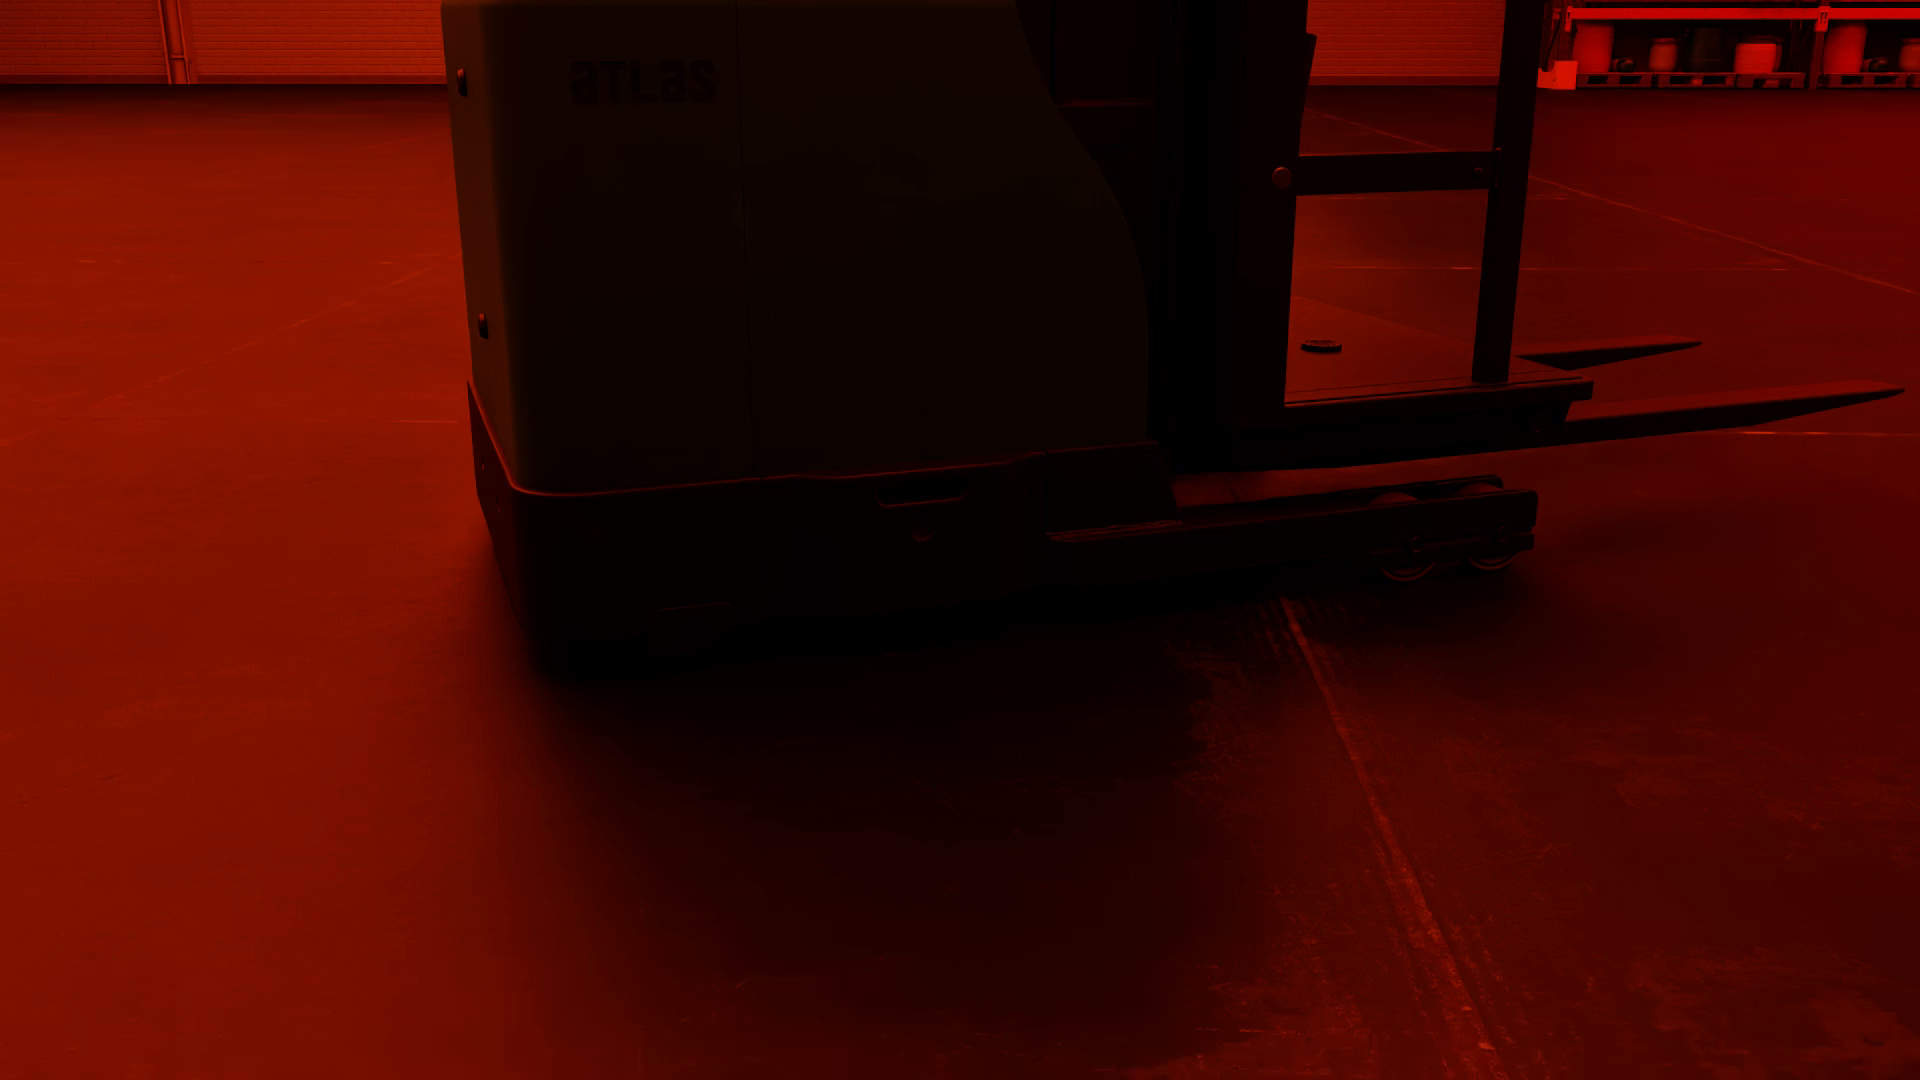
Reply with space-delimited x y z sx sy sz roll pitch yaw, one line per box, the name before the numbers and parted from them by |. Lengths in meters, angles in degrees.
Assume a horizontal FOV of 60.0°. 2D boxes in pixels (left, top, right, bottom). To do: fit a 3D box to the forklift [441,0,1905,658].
forklift | 0.571 -1.462 3.137 3.031 2.935 1.130 -6 18 -19
